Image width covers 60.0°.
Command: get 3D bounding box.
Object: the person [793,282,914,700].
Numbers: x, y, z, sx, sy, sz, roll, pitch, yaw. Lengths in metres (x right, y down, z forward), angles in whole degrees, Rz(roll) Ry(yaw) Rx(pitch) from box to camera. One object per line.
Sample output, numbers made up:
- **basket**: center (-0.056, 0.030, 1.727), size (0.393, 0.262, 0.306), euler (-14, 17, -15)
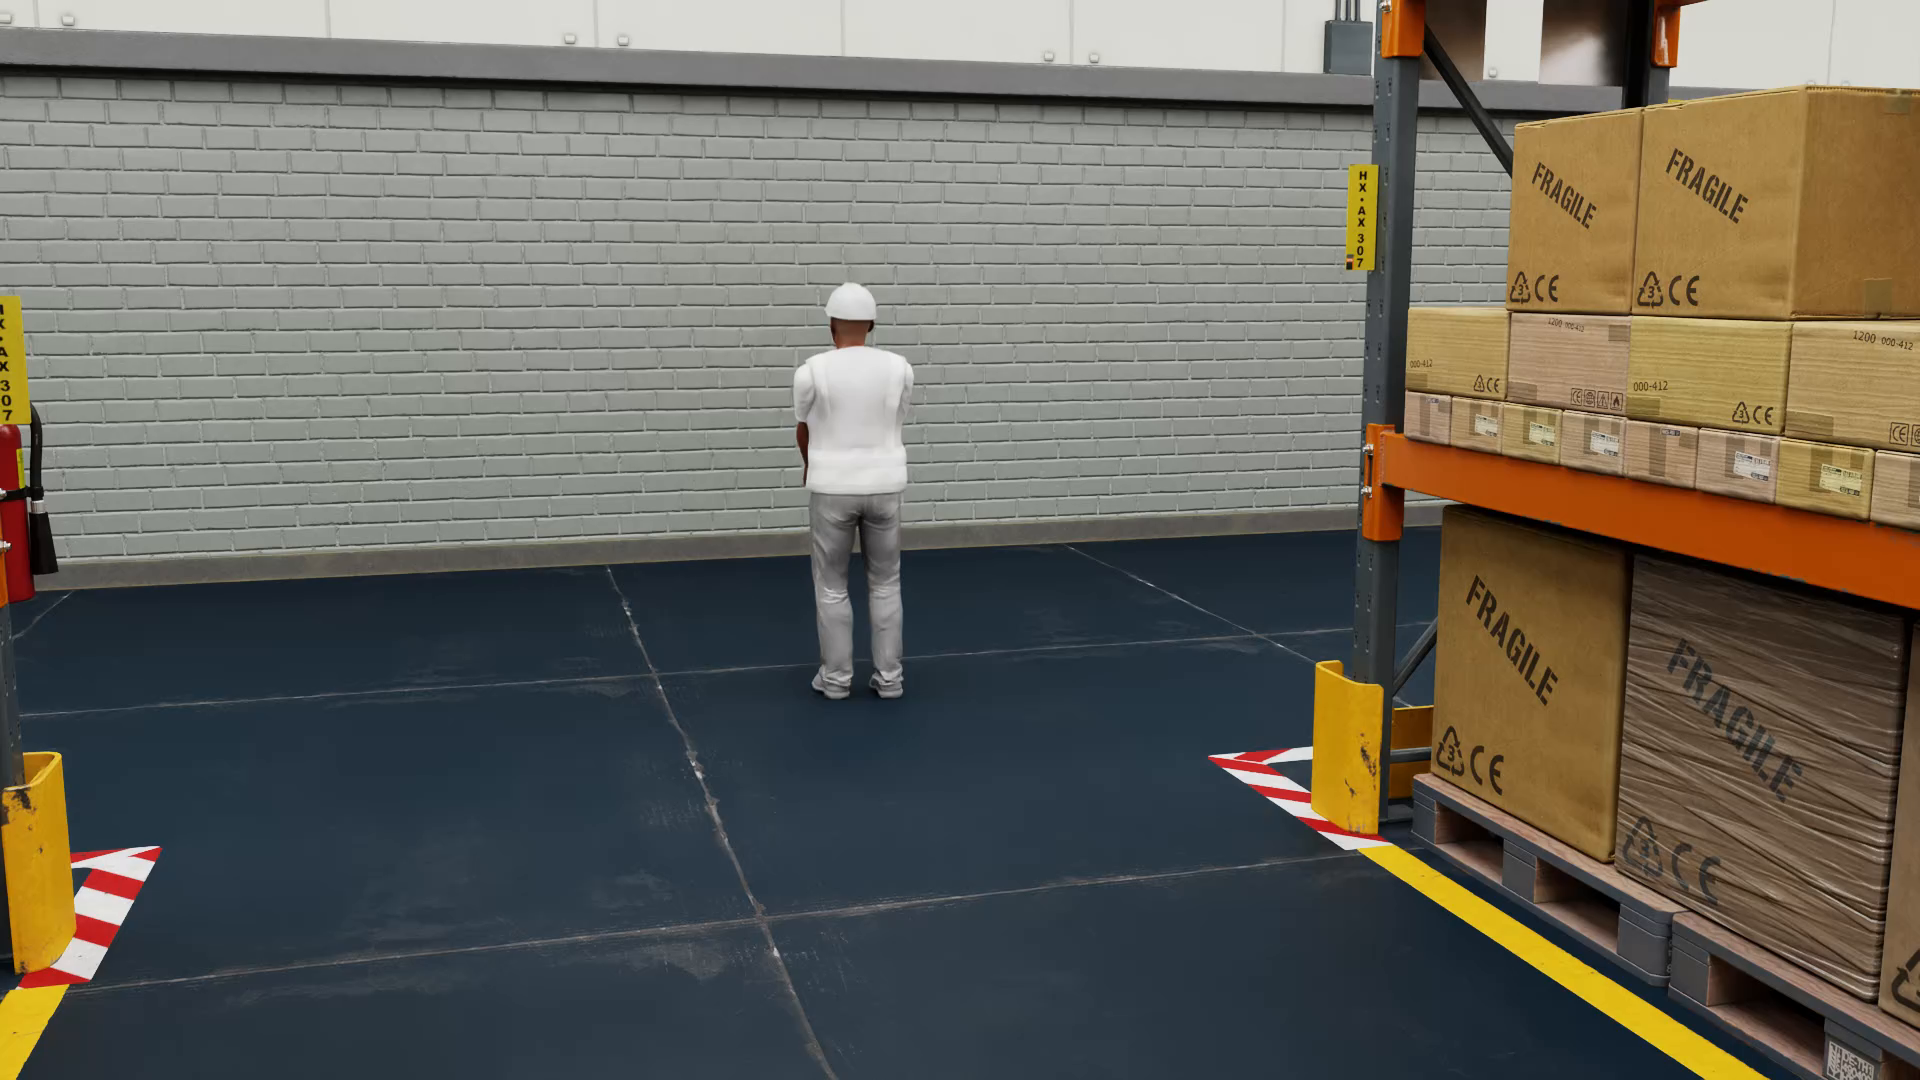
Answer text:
- **person**: center (-0.478, -0.214, 7.128), size (0.504, 1.762, 0.575), euler (-3, 10, -15)
